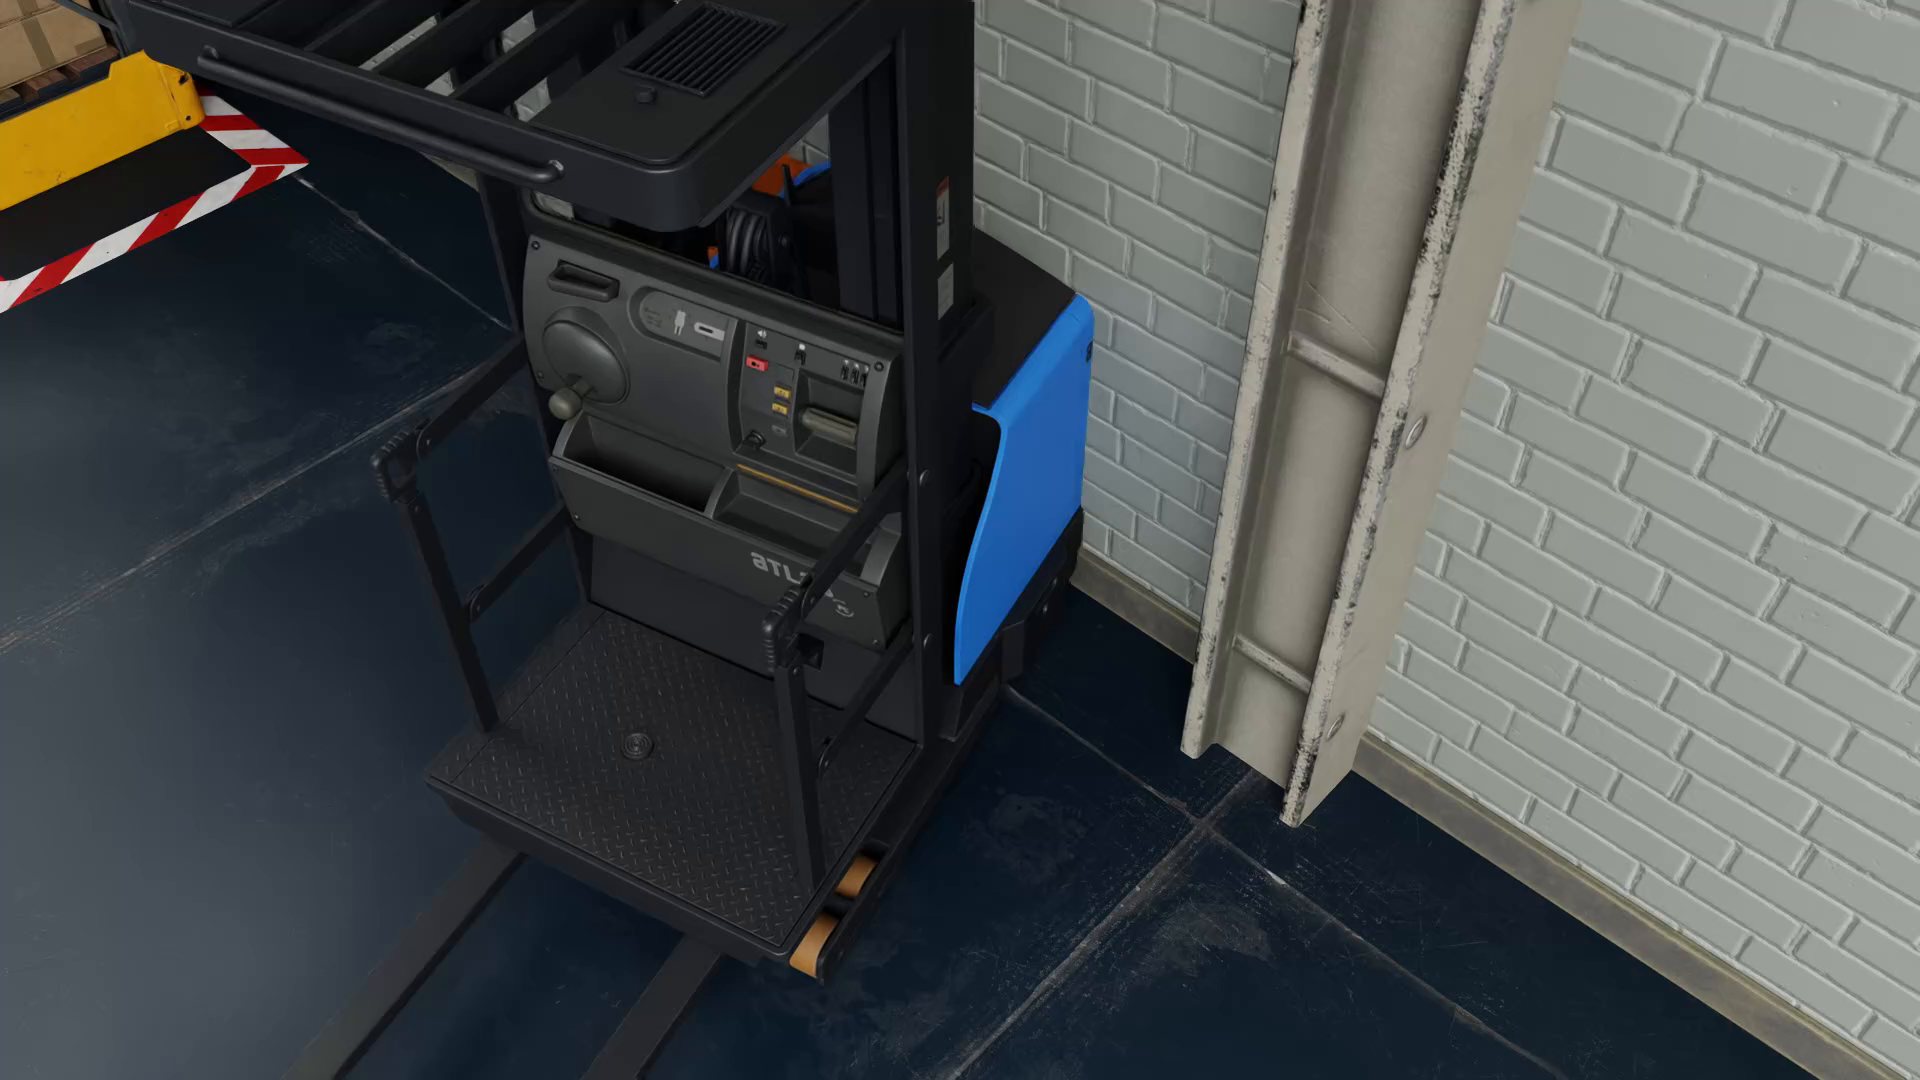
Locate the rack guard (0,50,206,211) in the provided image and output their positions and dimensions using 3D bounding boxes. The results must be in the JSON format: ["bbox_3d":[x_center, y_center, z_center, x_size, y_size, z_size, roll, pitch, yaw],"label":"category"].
[{"bbox_3d":[-3.623,-1.694,6.498,0.348,0.500,1.175,34,55,28],"label":"rack guard"}]

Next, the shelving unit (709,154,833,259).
[{"bbox_3d":[-0.539,-0.722,5.147,0.503,1.200,0.258,27,50,34],"label":"shelving unit"}]

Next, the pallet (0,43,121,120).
[{"bbox_3d":[-4.232,-1.963,6.948,1.213,0.211,1.003,34,55,28],"label":"pallet"}]

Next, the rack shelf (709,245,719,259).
[{"bbox_3d":[-0.551,-0.843,5.047,0.480,0.148,0.258,27,50,34],"label":"rack shelf"}]

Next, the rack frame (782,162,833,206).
[{"bbox_3d":[-0.359,-0.629,5.012,0.015,1.200,0.240,27,50,34],"label":"rack frame"}]

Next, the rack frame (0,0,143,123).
[{"bbox_3d":[-3.641,-2.562,5.598,0.127,3.000,1.000,34,55,28],"label":"rack frame"}]

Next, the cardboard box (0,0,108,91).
[{"bbox_3d":[-3.869,-2.112,6.773,0.500,0.250,0.500,34,56,28],"label":"cardboard box"}]

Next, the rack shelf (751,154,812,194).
[{"bbox_3d":[-0.569,-1.024,4.897,0.480,0.148,0.258,27,50,34],"label":"rack shelf"}]

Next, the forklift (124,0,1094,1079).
[{"bbox_3d":[-0.665,-0.282,3.504,1.130,2.935,3.031,21,50,19],"label":"forklift"}]
